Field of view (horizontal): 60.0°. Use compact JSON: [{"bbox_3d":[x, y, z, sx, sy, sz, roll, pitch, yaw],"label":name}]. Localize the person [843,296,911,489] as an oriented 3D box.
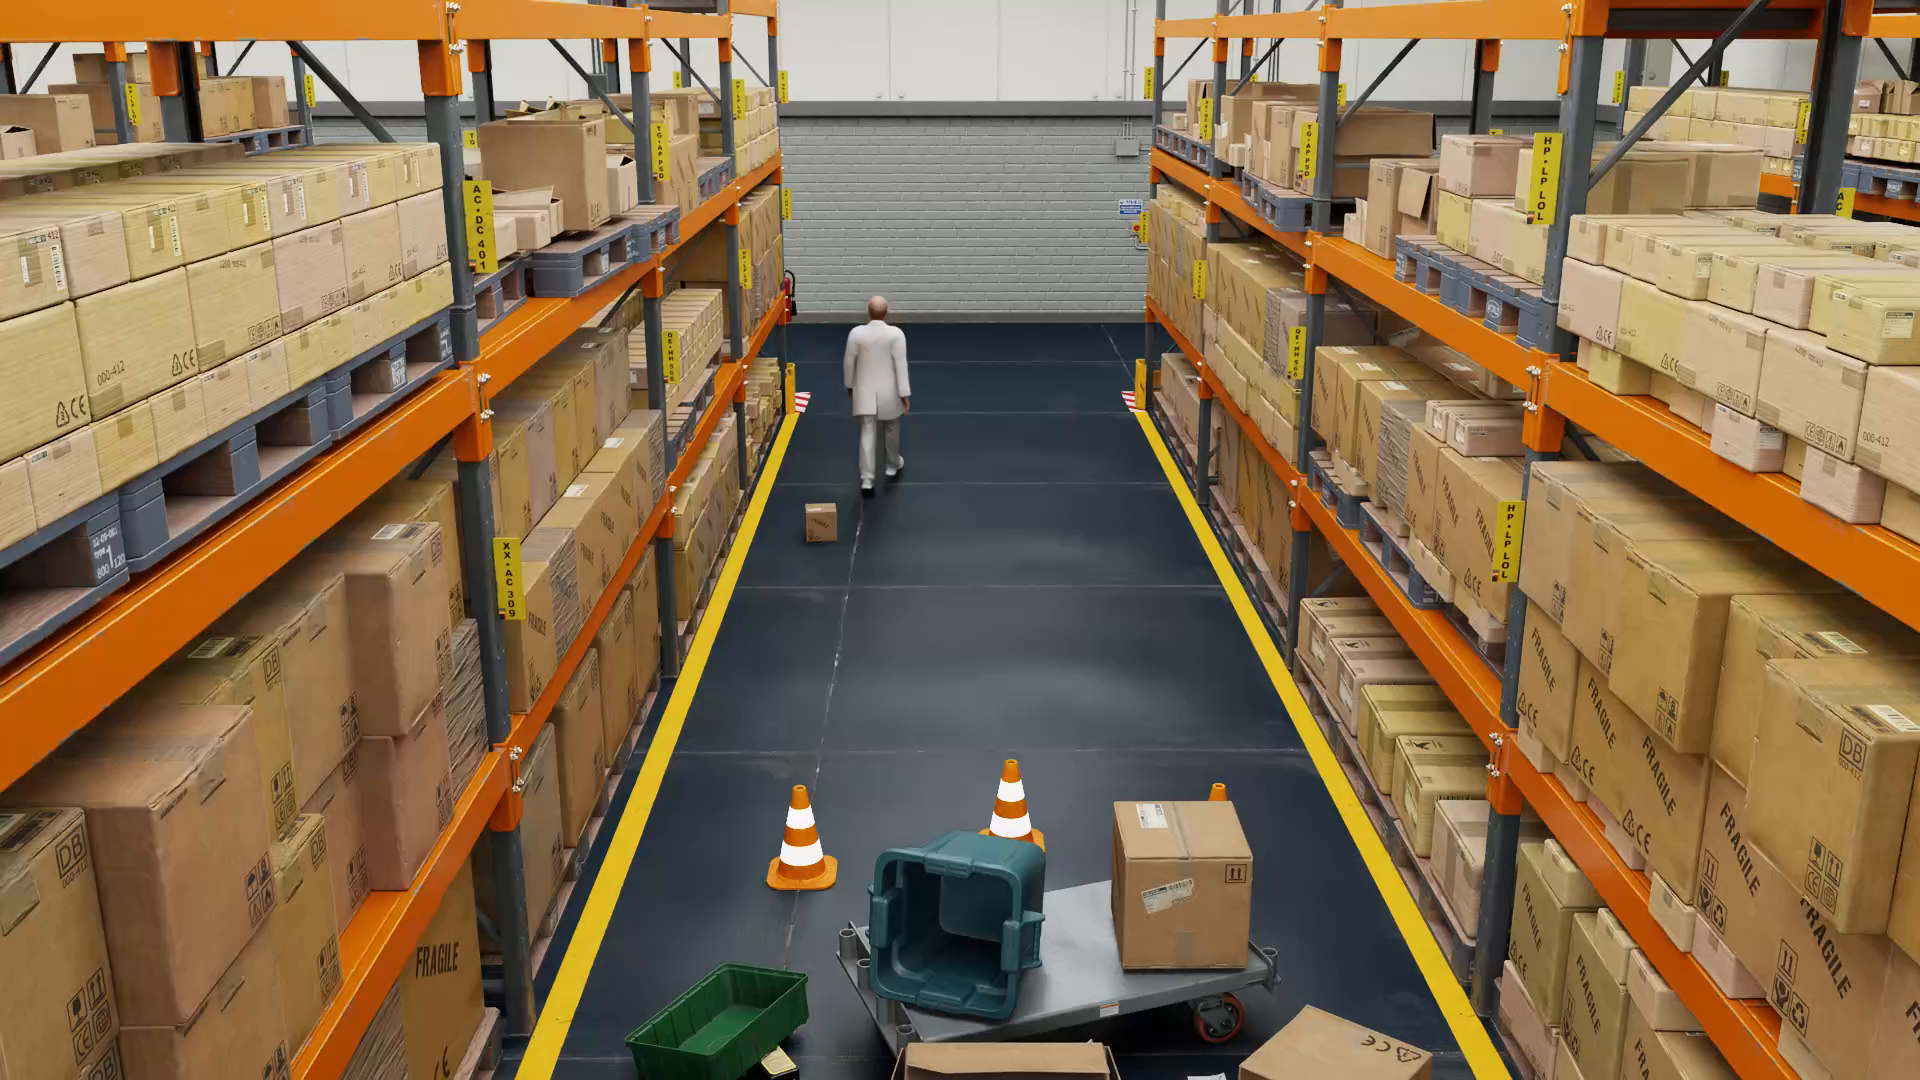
[{"bbox_3d":[-0.748,-1.374,15.101,0.621,1.726,1.083,0,17,0],"label":"person"}]
